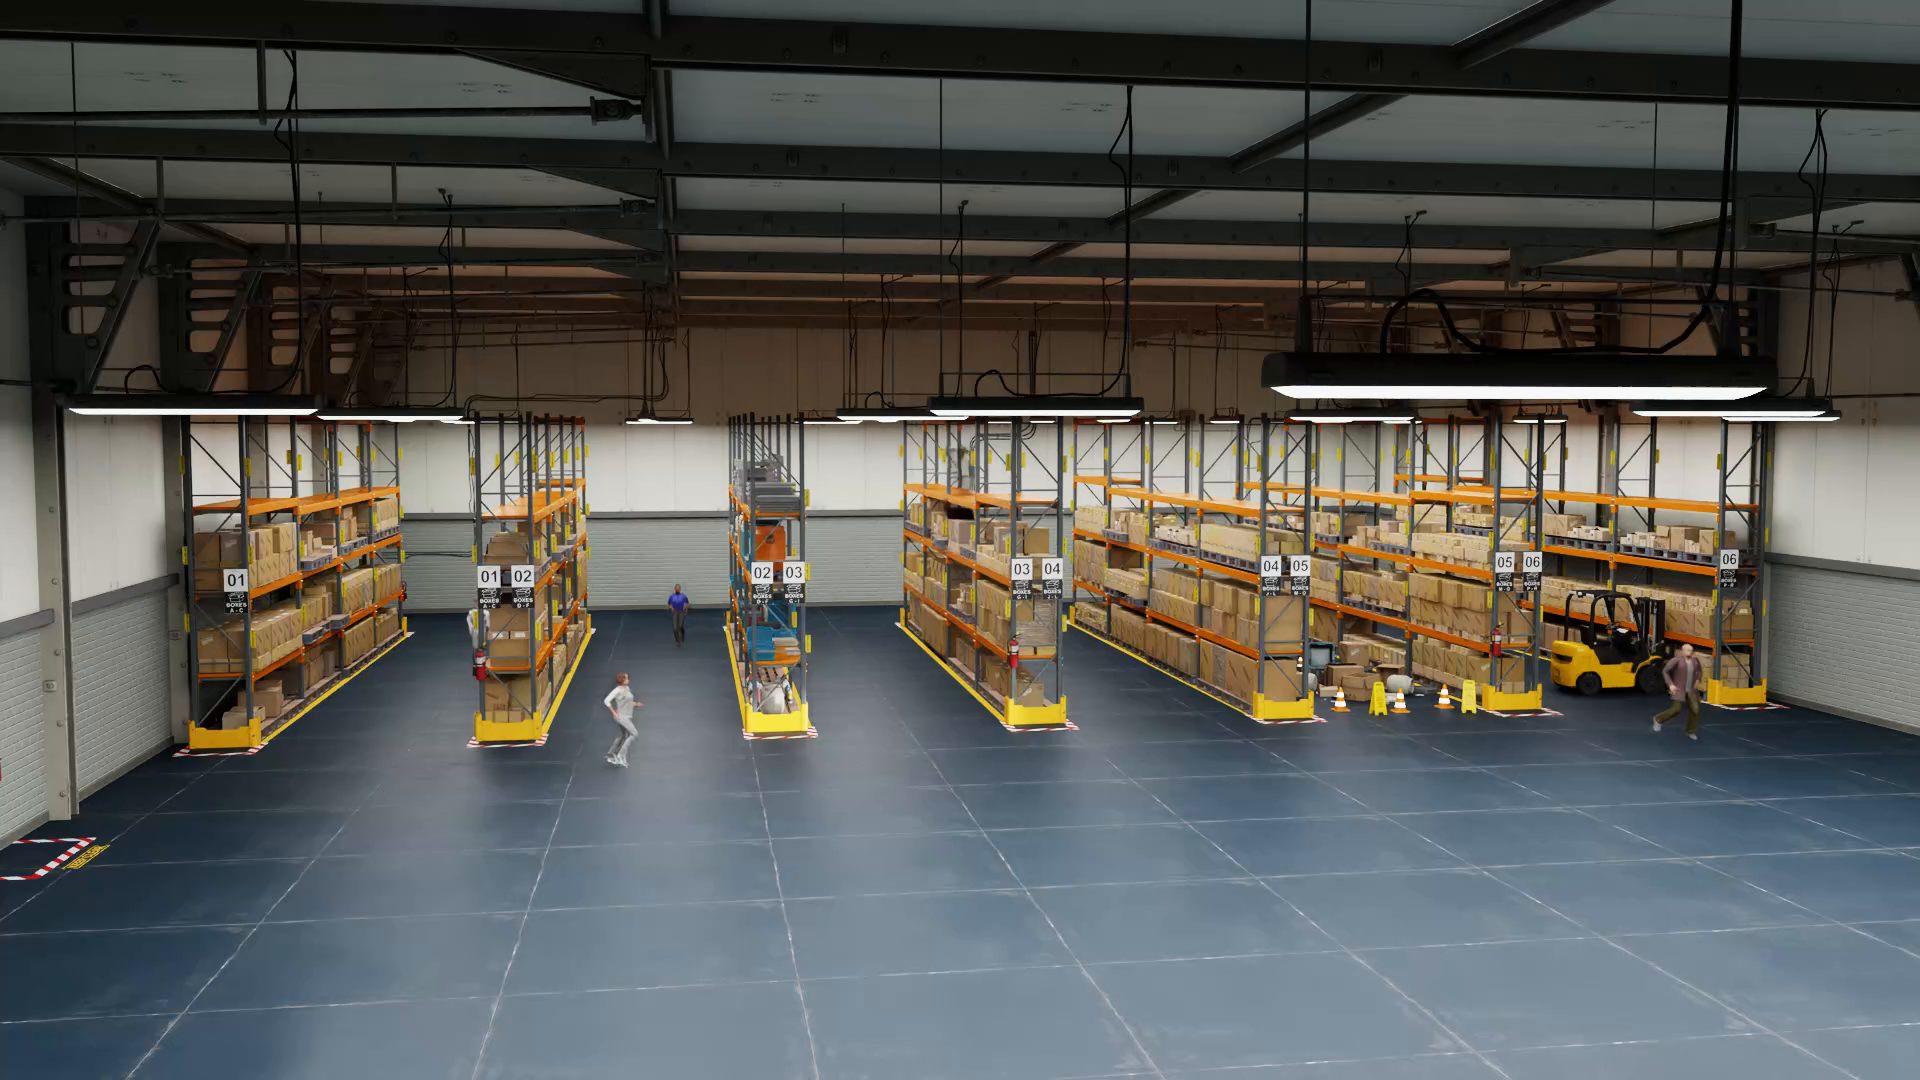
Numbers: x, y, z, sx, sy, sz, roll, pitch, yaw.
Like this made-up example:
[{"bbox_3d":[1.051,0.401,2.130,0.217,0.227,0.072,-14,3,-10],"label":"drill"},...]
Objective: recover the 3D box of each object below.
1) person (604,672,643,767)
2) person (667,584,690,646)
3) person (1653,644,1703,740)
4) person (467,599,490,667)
[{"bbox_3d":[-5.645,3.018,27.974,0.653,1.593,0.510,0,4,6],"label":"person"},{"bbox_3d":[-7.365,1.969,43.448,0.569,1.617,0.529,0,4,-3],"label":"person"},{"bbox_3d":[13.313,2.798,30.688,0.890,1.775,0.710,-1,4,-15],"label":"person"},{"bbox_3d":[-11.382,2.230,39.394,0.546,1.734,0.833,-1,4,-18],"label":"person"}]
